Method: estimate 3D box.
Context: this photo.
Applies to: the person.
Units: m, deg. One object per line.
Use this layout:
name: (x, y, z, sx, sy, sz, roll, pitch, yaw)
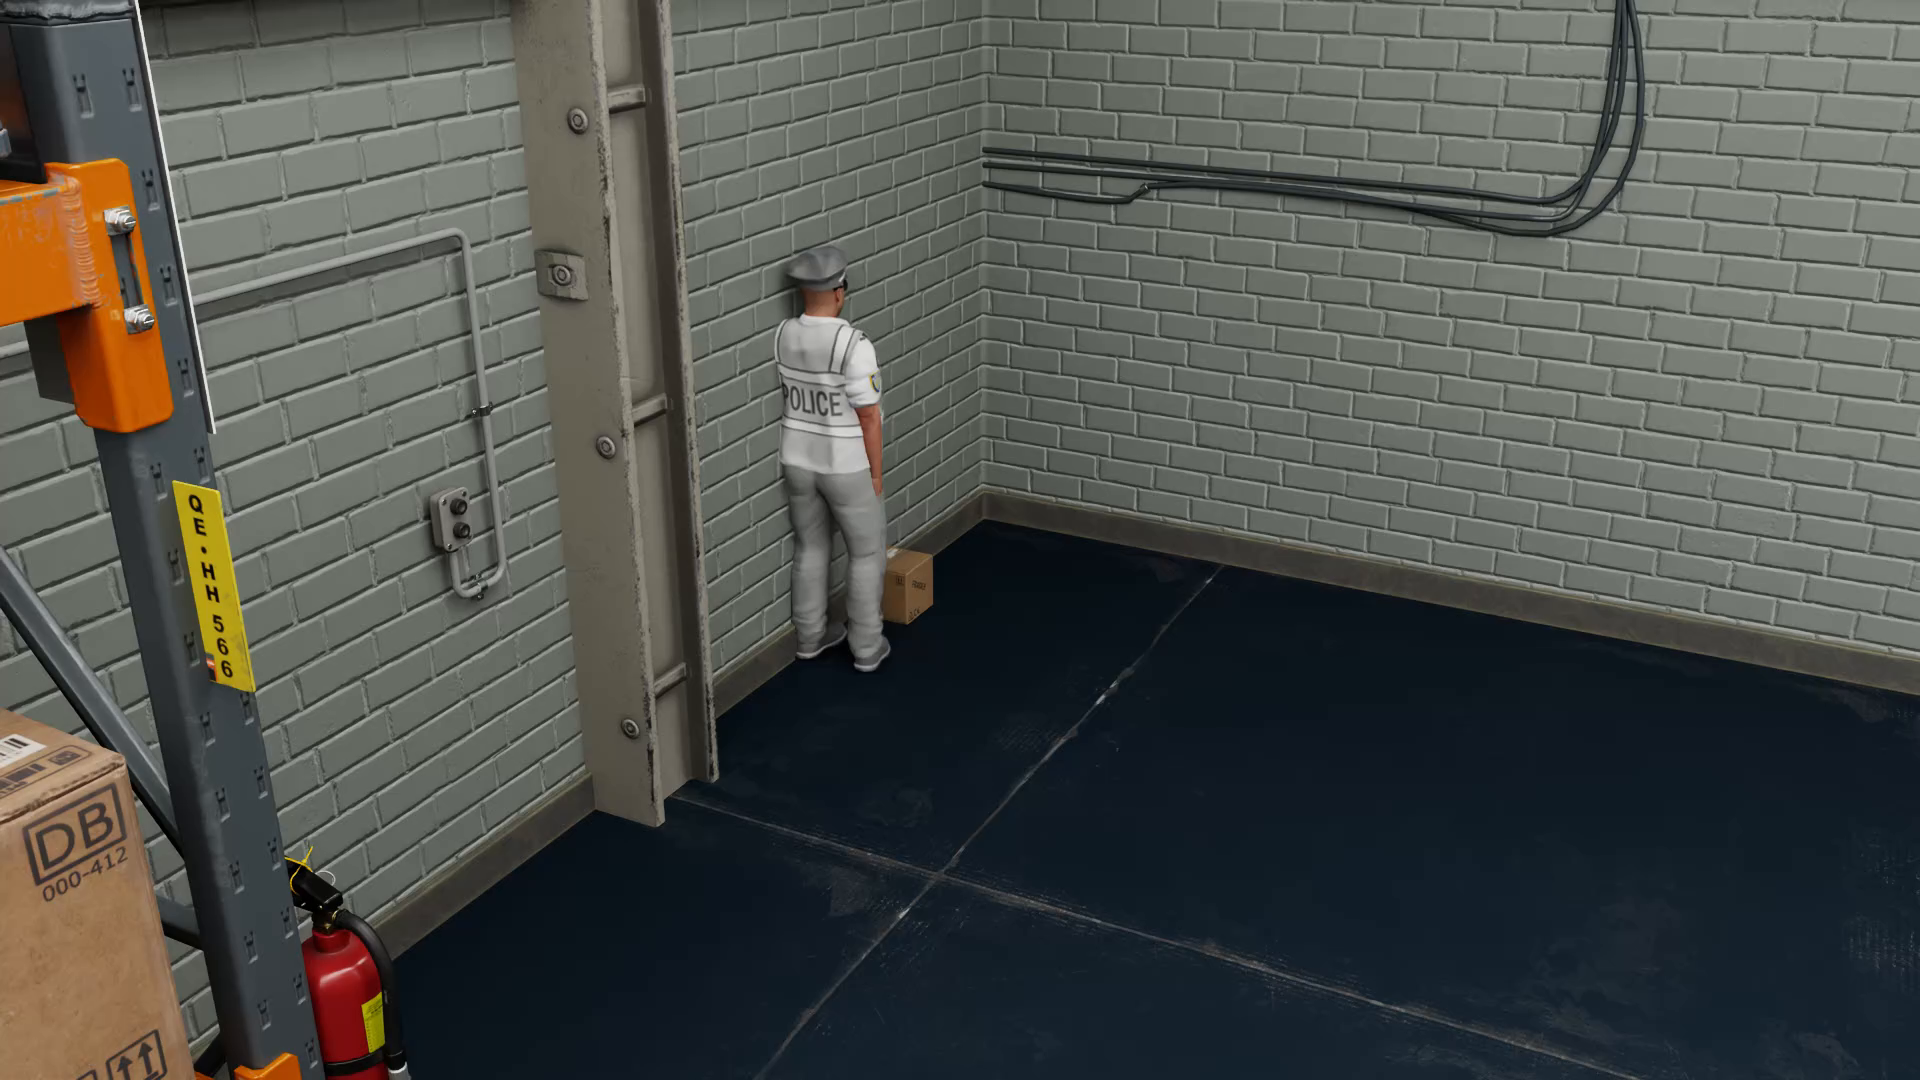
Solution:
person: (-0.532, -0.323, 6.851, 0.530, 1.768, 0.394, 12, 25, 26)
